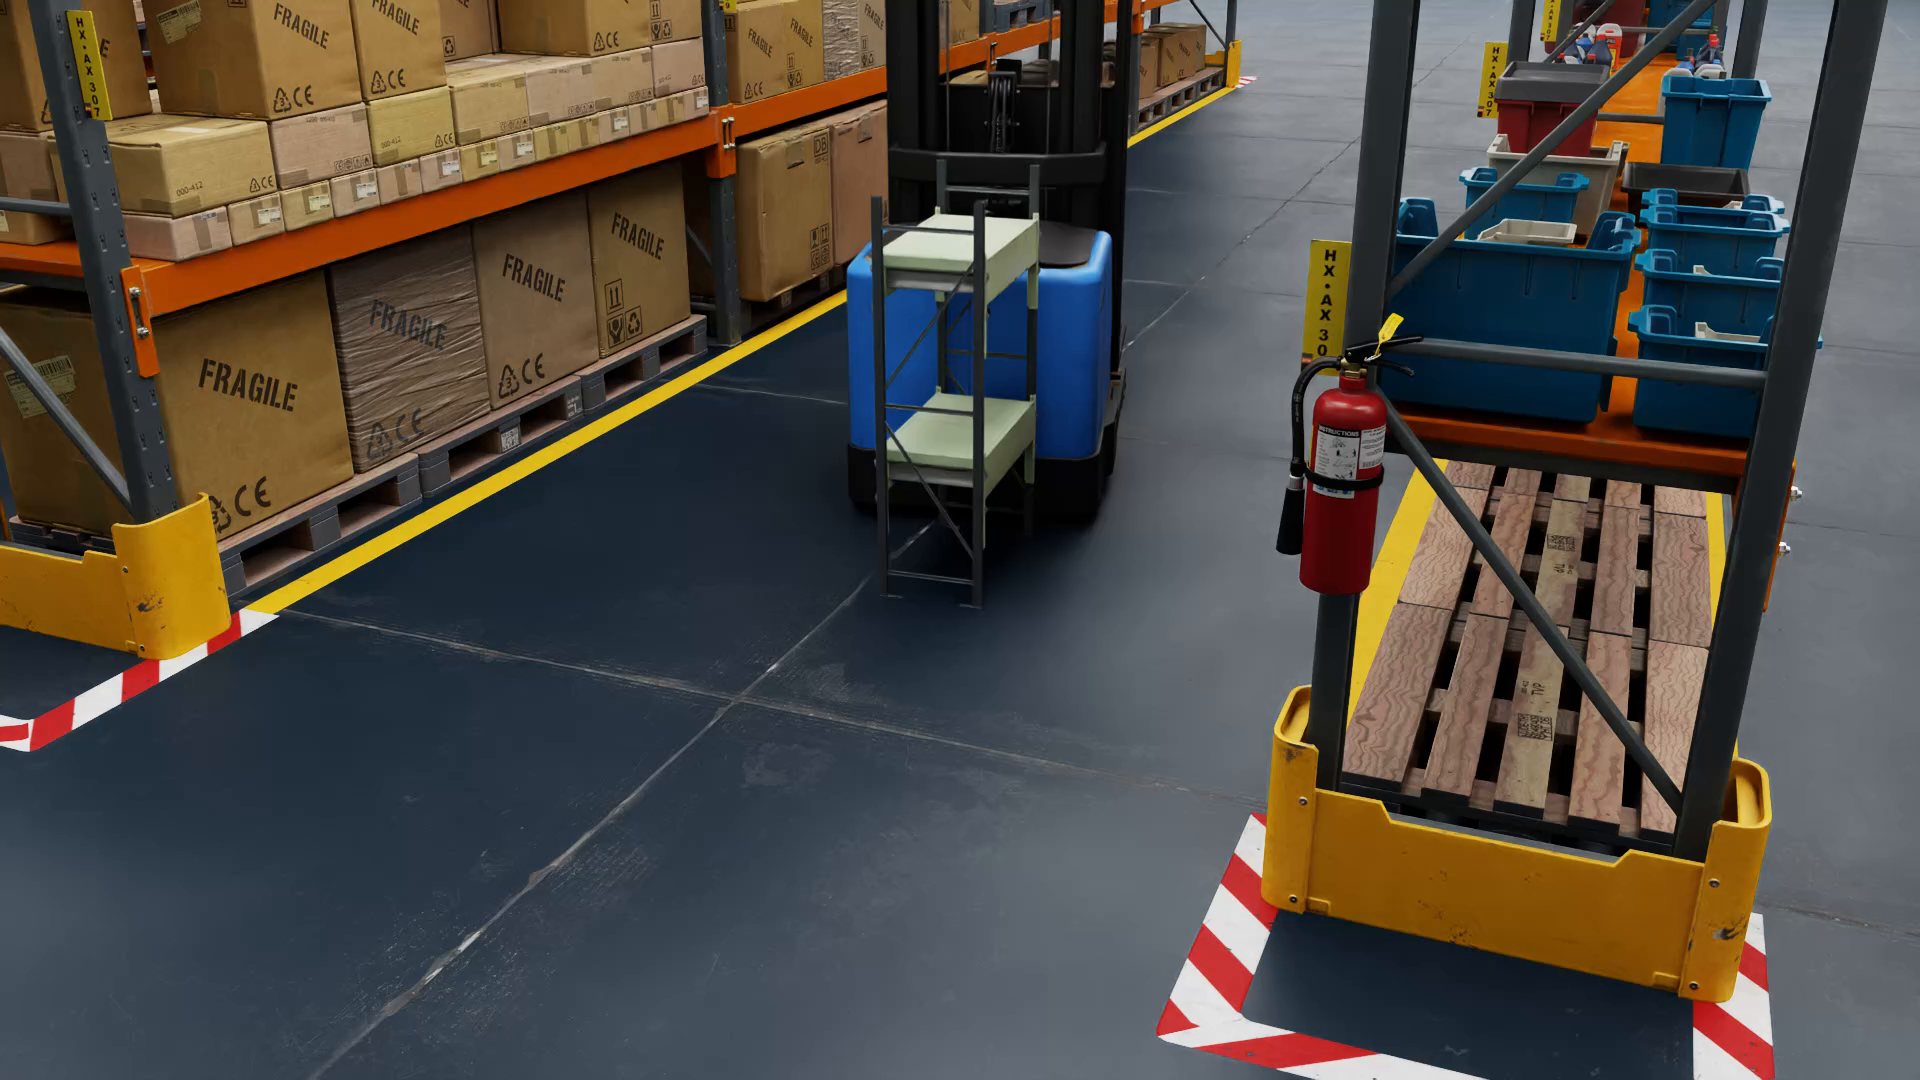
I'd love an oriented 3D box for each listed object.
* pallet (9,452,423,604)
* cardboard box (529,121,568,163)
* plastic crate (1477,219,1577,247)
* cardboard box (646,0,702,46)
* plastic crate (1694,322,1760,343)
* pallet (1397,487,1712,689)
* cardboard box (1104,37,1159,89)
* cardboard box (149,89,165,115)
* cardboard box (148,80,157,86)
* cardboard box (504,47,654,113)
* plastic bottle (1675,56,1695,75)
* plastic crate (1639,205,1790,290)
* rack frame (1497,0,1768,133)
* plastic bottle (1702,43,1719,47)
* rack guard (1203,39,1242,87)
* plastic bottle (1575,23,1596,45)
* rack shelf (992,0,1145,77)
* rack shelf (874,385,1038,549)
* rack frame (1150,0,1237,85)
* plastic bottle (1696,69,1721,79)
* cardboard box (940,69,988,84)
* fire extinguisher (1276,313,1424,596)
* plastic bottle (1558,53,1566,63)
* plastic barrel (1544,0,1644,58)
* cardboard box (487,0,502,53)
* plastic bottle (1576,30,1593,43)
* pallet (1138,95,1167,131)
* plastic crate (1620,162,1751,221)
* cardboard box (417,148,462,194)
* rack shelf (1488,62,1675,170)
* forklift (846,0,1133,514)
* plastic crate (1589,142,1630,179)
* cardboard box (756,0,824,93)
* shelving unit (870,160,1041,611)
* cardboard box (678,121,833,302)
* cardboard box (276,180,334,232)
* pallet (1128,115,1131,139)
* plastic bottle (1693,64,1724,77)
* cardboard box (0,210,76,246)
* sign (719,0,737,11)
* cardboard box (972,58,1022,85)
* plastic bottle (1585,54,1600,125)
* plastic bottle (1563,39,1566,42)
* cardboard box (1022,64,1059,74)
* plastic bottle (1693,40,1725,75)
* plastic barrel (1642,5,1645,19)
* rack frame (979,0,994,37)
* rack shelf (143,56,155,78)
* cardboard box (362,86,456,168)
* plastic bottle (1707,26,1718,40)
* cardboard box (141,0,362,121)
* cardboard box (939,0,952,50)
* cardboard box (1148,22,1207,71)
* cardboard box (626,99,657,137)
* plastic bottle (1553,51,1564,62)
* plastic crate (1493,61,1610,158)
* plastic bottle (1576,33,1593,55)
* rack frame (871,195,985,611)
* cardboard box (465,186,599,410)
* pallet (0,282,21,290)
[{"bbox_3d":[-2.982,-0.123,6.771,1.003,0.211,1.213,9,24,20],"label":"pallet"},{"bbox_3d":[-2.007,-1.812,7.522,0.380,0.149,0.250,8,24,19],"label":"cardboard box"},{"bbox_3d":[1.822,-0.941,5.374,0.298,0.136,0.250,9,24,20],"label":"plastic crate"},{"bbox_3d":[-1.643,-2.755,8.290,0.500,0.500,0.500,10,24,22],"label":"cardboard box"},{"bbox_3d":[1.986,-0.454,4.208,0.250,0.136,0.298,9,24,20],"label":"plastic crate"},{"bbox_3d":[2.189,0.159,6.096,1.003,0.211,1.213,9,24,20],"label":"pallet"},{"bbox_3d":[1.800,-5.024,17.584,0.500,0.500,0.500,7,24,15],"label":"cardboard box"},{"bbox_3d":[-3.084,-1.573,6.434,0.500,0.250,0.500,8,24,19],"label":"cardboard box"},{"bbox_3d":[-5.860,-3.353,12.610,0.500,0.250,0.500,8,24,18],"label":"cardboard box"},{"bbox_3d":[-1.831,-2.231,8.008,0.500,0.250,0.500,10,24,22],"label":"cardboard box"},{"bbox_3d":[3.841,-2.429,8.840,0.097,0.271,0.097,0,23,0],"label":"plastic bottle"},{"bbox_3d":[2.279,-0.866,5.072,0.416,0.233,0.300,9,24,20],"label":"plastic crate"},{"bbox_3d":[2.878,-1.835,7.251,1.000,3.000,0.127,9,24,20],"label":"rack frame"},{"bbox_3d":[4.392,-2.810,9.753,0.097,0.271,0.097,0,23,0],"label":"plastic bottle"},{"bbox_3d":[2.709,-5.658,19.646,1.175,0.500,0.348,9,24,20],"label":"rack guard"},{"bbox_3d":[3.903,-3.100,10.442,0.152,0.276,0.135,9,24,20],"label":"plastic bottle"},{"bbox_3d":[0.508,-4.359,14.228,1.077,0.370,4.000,9,24,20],"label":"rack shelf"},{"bbox_3d":[-0.002,-0.292,6.349,0.431,0.370,0.720,7,24,16],"label":"rack shelf"},{"bbox_3d":[2.737,-6.838,19.229,1.000,3.000,0.127,9,24,20],"label":"rack frame"},{"bbox_3d":[3.748,-2.220,8.334,0.152,0.276,0.135,9,24,20],"label":"plastic bottle"},{"bbox_3d":[-0.510,-2.945,12.120,1.225,0.875,0.875,8,24,18],"label":"cardboard box"},{"bbox_3d":[0.914,-0.207,3.937,0.296,0.674,0.183,9,24,20],"label":"fire extinguisher"},{"bbox_3d":[2.984,-2.254,8.318,0.144,0.351,0.185,9,24,20],"label":"plastic bottle"},{"bbox_3d":[4.255,-3.538,11.153,0.600,0.536,0.708,9,24,20],"label":"plastic barrel"},{"bbox_3d":[-2.326,-2.648,8.034,0.500,0.500,0.500,9,24,20],"label":"cardboard box"},{"bbox_3d":[3.731,-2.935,10.045,0.152,0.276,0.135,9,24,20],"label":"plastic bottle"},{"bbox_3d":[1.468,-4.365,16.927,1.003,0.211,1.213,9,24,20],"label":"pallet"},{"bbox_3d":[2.712,-1.297,6.241,0.437,0.125,0.590,9,24,20],"label":"plastic crate"},{"bbox_3d":[-2.293,-1.537,6.864,0.380,0.149,0.250,8,24,19],"label":"cardboard box"},{"bbox_3d":[3.621,-2.219,9.103,1.077,0.370,4.000,9,24,20],"label":"rack shelf"},{"bbox_3d":[0.249,-1.992,7.715,1.130,2.935,3.031,3,23,7],"label":"forklift"},{"bbox_3d":[2.573,-1.595,6.941,0.396,0.136,0.243,9,24,20],"label":"plastic crate"},{"bbox_3d":[-1.132,-2.899,9.669,0.500,0.500,0.500,9,24,20],"label":"cardboard box"},{"bbox_3d":[-0.002,-0.593,6.223,0.431,1.500,0.755,7,24,16],"label":"shelving unit"},{"bbox_3d":[-1.501,-1.989,9.832,1.225,0.875,0.875,9,24,20],"label":"cardboard box"},{"bbox_3d":[-2.579,-1.260,6.201,0.380,0.149,0.250,8,24,19],"label":"cardboard box"},{"bbox_3d":[0.963,-3.841,15.672,1.003,0.211,1.213,9,24,20],"label":"pallet"},{"bbox_3d":[3.834,-2.303,8.533,0.152,0.276,0.135,9,24,20],"label":"plastic bottle"},{"bbox_3d":[-3.380,-1.171,5.988,0.380,0.149,0.250,9,24,21],"label":"cardboard box"},{"bbox_3d":[-1.205,-2.901,8.578,0.100,0.325,0.005,9,24,20],"label":"sign"},{"bbox_3d":[0.174,-3.806,13.670,0.500,0.250,0.500,12,25,26],"label":"cardboard box"},{"bbox_3d":[3.118,-2.233,8.269,0.144,0.351,0.185,9,24,20],"label":"plastic bottle"},{"bbox_3d":[3.432,-2.697,9.466,0.061,0.283,0.133,9,24,20],"label":"plastic bottle"},{"bbox_3d":[0.808,-4.072,15.279,0.700,0.500,0.500,9,24,20],"label":"cardboard box"},{"bbox_3d":[3.969,-2.464,8.821,0.144,0.351,0.185,9,24,20],"label":"plastic bottle"},{"bbox_3d":[5.216,-4.182,13.050,0.301,0.262,0.301,0,23,0],"label":"plastic barrel"},{"bbox_3d":[-0.235,-3.975,12.376,1.000,3.000,0.127,9,24,20],"label":"rack frame"},{"bbox_3d":[-5.545,-3.674,12.587,1.077,0.370,4.000,9,24,20],"label":"rack shelf"},{"bbox_3d":[-2.400,-1.680,6.689,0.500,0.250,0.500,8,24,18],"label":"cardboard box"},{"bbox_3d":[4.610,-3.007,10.208,0.061,0.283,0.133,9,24,20],"label":"plastic bottle"},{"bbox_3d":[-2.592,-1.839,6.096,0.500,0.500,0.500,8,24,19],"label":"cardboard box"},{"bbox_3d":[-0.378,-3.632,11.423,0.500,0.500,0.500,9,24,20],"label":"cardboard box"},{"bbox_3d":[2.489,-5.658,19.101,0.500,0.500,0.500,14,26,30],"label":"cardboard box"},{"bbox_3d":[-1.720,-2.088,8.183,0.380,0.149,0.250,8,24,19],"label":"cardboard box"},{"bbox_3d":[3.227,-2.500,8.995,0.061,0.283,0.133,9,24,20],"label":"plastic bottle"},{"bbox_3d":[2.314,-1.608,6.548,0.402,0.464,0.583,9,24,20],"label":"plastic crate"},{"bbox_3d":[3.719,-2.886,9.936,0.097,0.271,0.097,0,23,0],"label":"plastic bottle"},{"bbox_3d":[-0.109,-0.458,5.900,0.400,1.500,0.023,7,24,16],"label":"rack frame"},{"bbox_3d":[-2.374,-1.211,7.968,0.875,0.875,0.875,9,24,20],"label":"cardboard box"},{"bbox_3d":[-6.505,-1.758,10.685,1.003,0.211,1.213,9,24,20],"label":"pallet"}]
